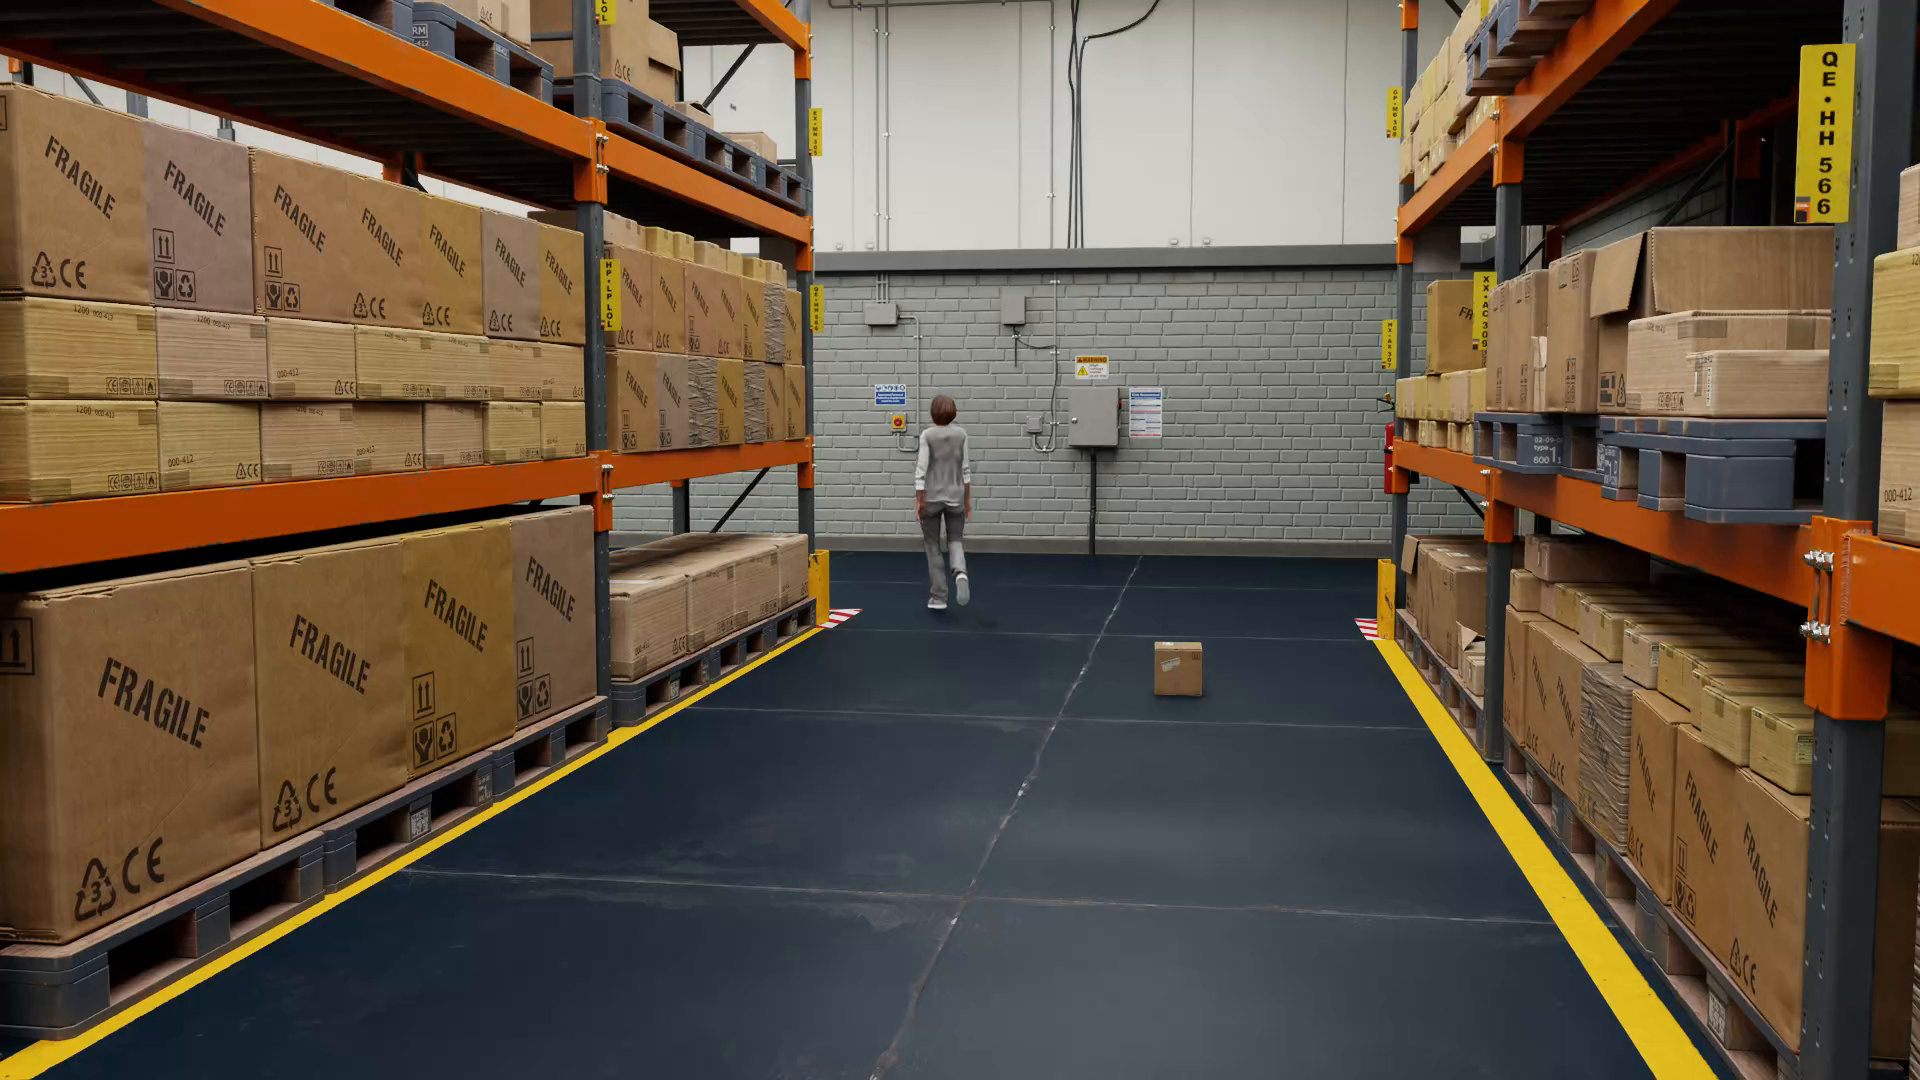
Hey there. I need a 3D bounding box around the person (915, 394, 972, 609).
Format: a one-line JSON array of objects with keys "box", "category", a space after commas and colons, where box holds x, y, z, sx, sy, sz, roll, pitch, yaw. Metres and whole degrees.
[{"box": [-0.122, -0.272, 12.196, 0.449, 1.587, 0.500, -1, 5, -17], "category": "person"}]
